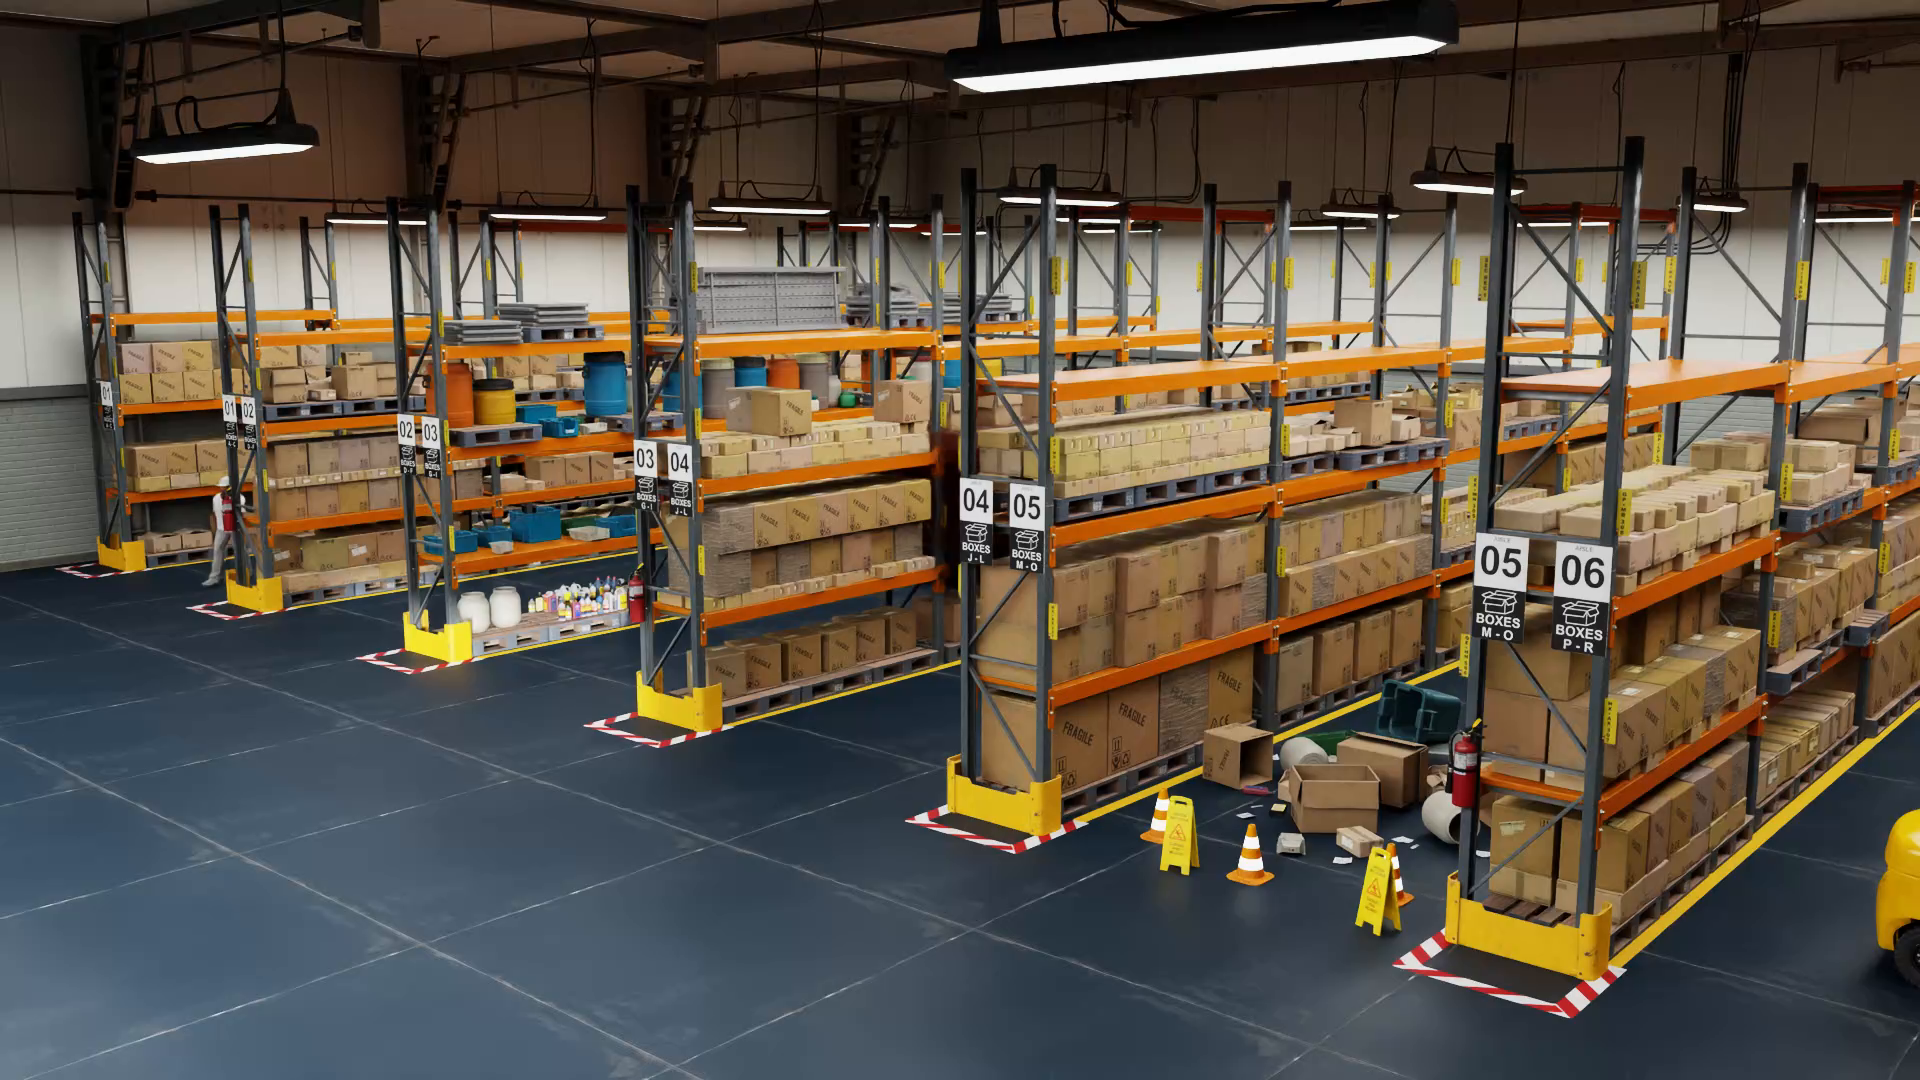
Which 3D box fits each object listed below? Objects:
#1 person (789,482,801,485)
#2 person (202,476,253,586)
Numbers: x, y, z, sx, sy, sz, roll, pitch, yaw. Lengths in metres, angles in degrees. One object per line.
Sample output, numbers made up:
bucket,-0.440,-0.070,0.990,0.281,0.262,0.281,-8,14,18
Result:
person,-2.478,-0.144,25.334,0.530,1.630,1.005,5,11,26
person,-11.869,-0.172,26.931,0.614,1.724,0.946,2,10,9
